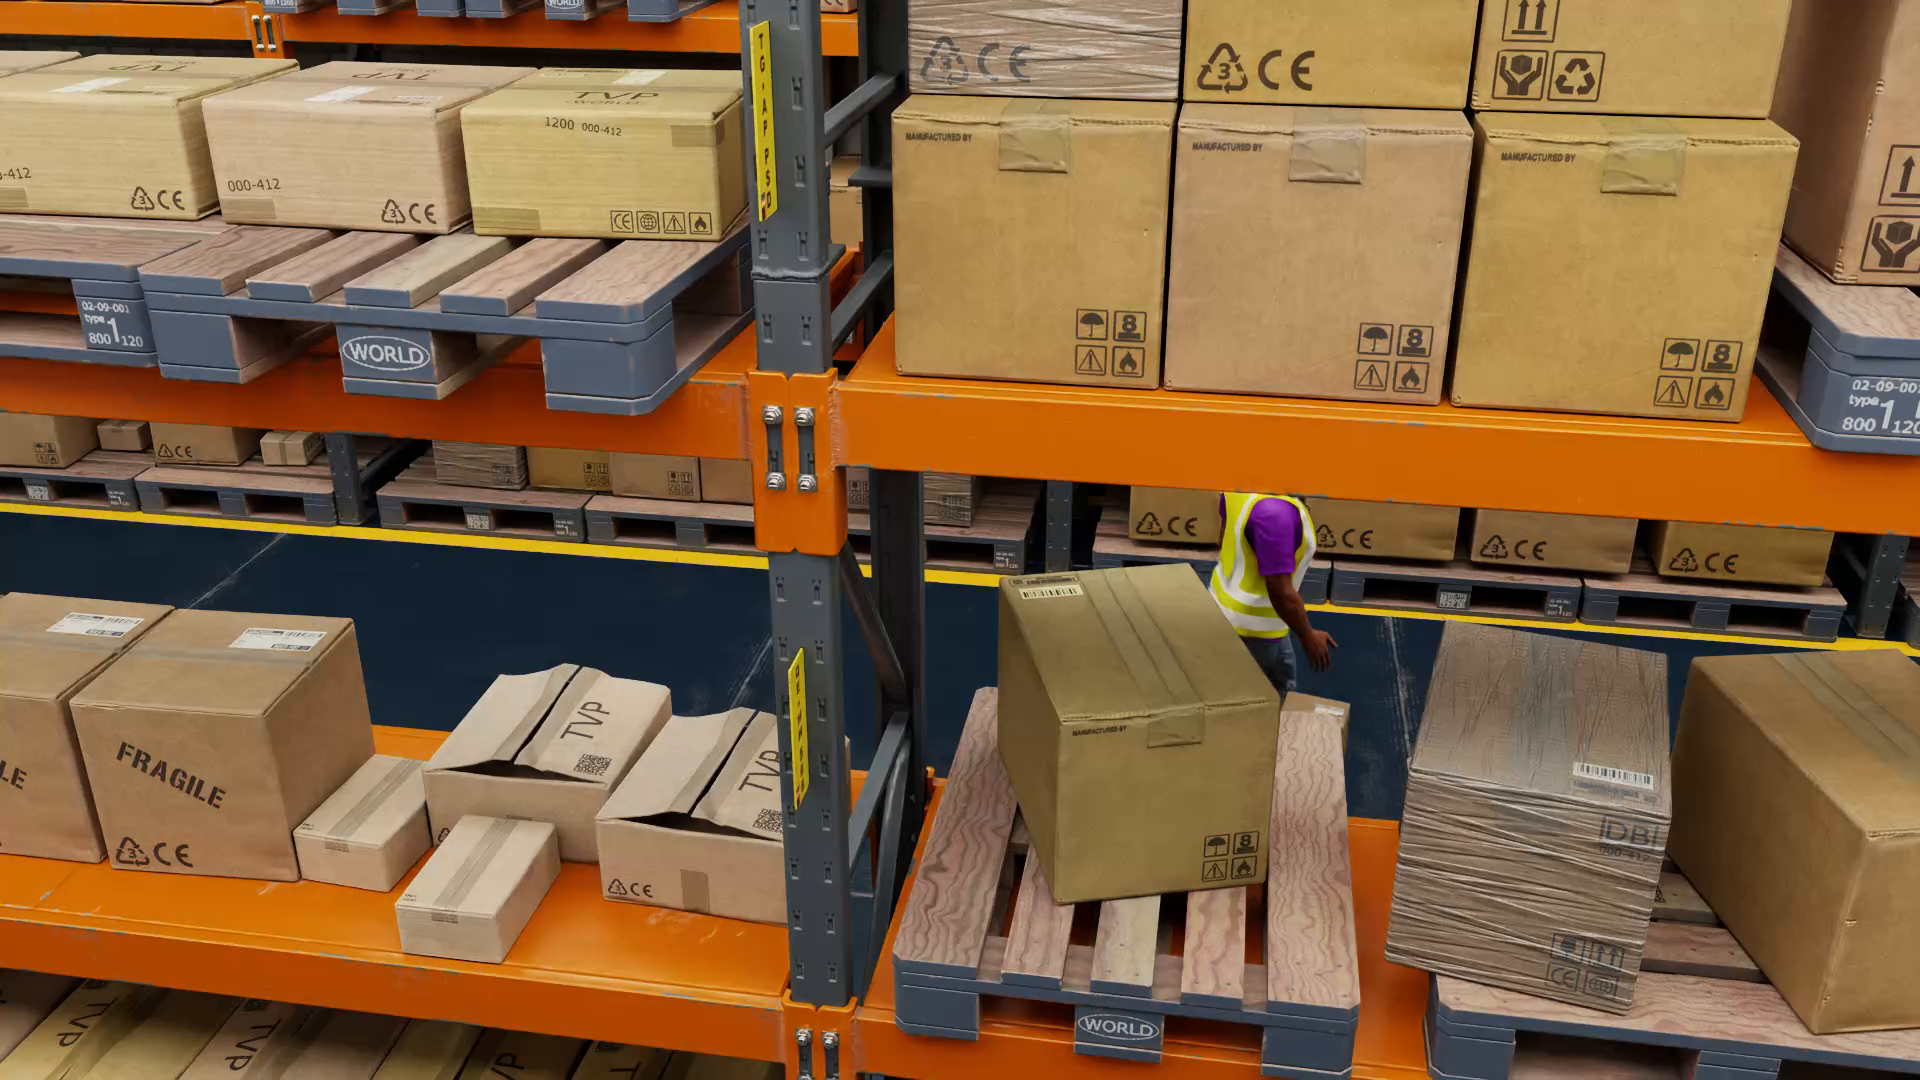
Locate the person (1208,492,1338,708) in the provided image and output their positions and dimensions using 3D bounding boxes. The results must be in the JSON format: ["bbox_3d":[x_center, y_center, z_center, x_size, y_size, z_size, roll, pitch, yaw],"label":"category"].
[{"bbox_3d":[1.122,0.301,6.439,0.688,1.747,0.670,1,25,1],"label":"person"}]
